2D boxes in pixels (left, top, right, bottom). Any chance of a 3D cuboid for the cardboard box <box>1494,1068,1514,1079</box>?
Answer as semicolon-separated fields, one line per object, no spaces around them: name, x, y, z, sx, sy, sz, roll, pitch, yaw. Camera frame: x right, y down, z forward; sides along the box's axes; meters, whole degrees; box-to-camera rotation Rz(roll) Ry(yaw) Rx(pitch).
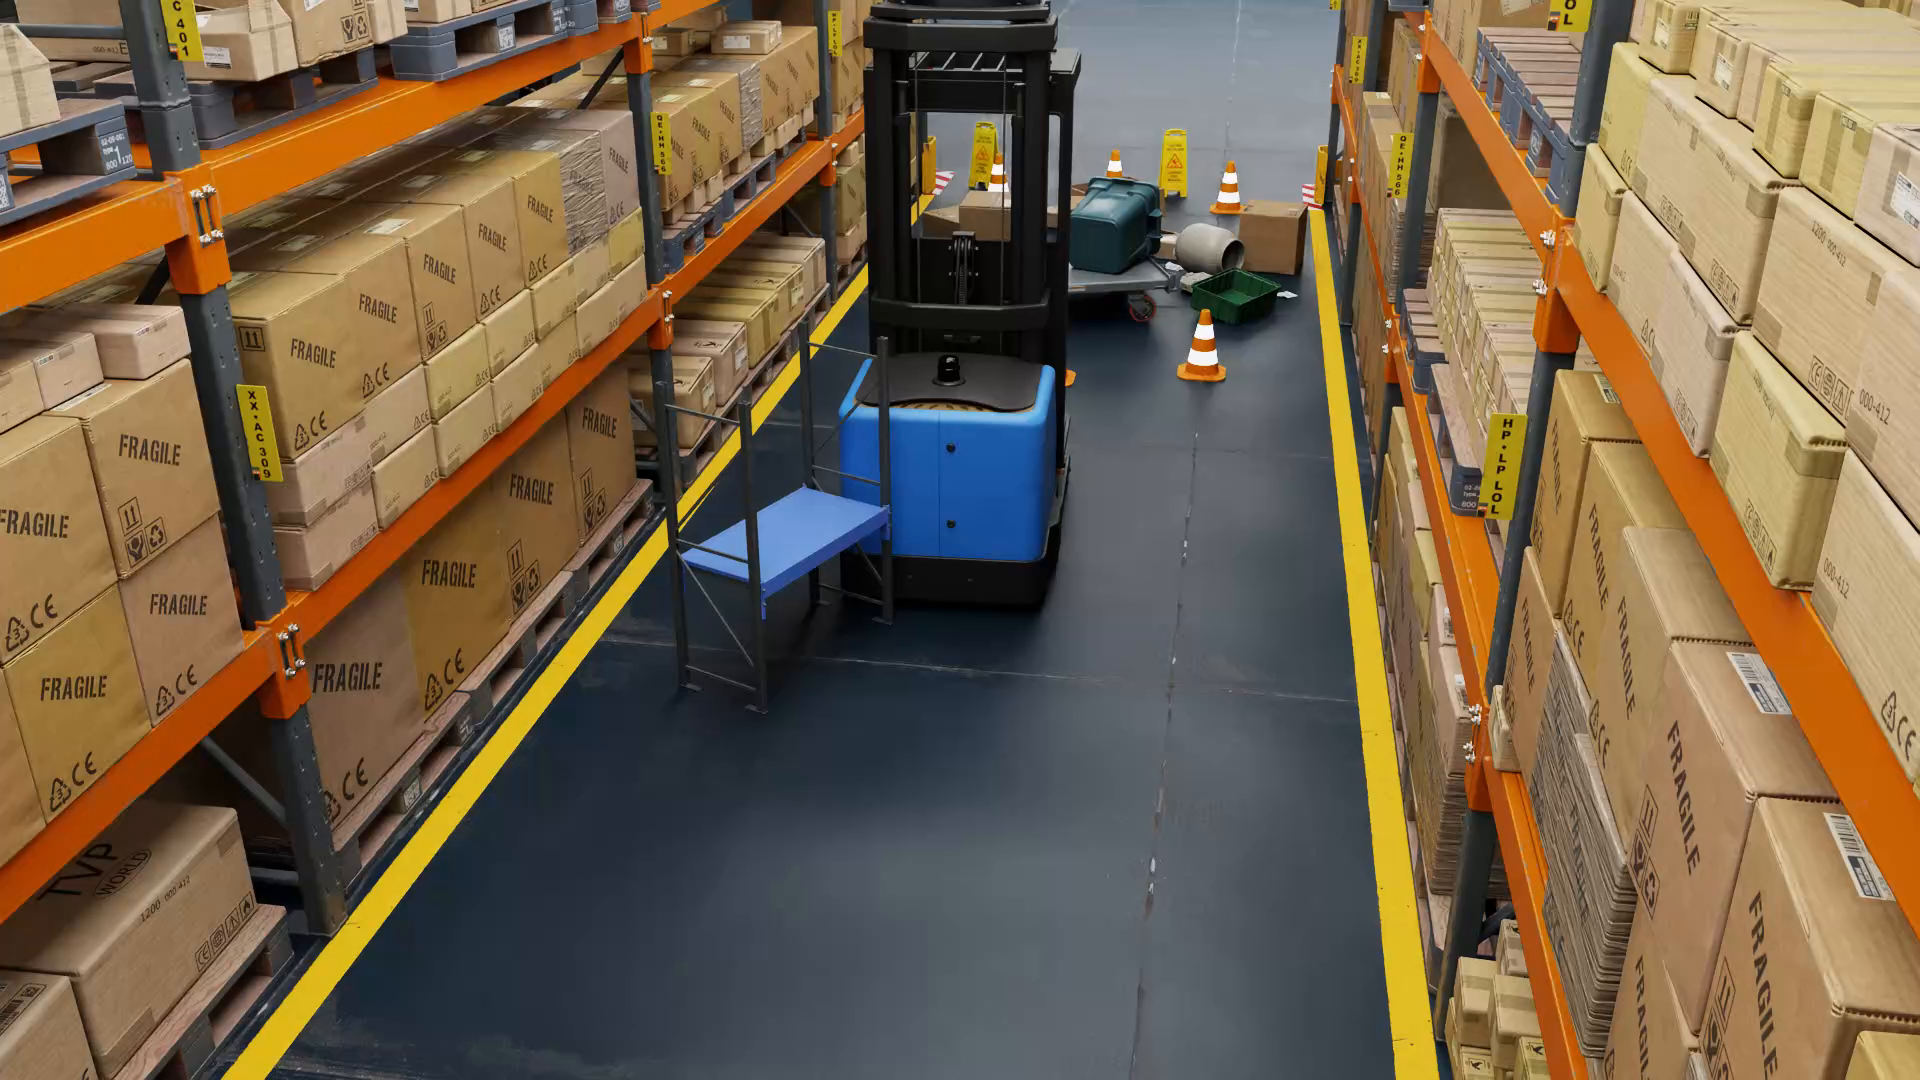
cardboard box;1.783;1.559;4.898;0.380;0.149;0.250;4;25;9

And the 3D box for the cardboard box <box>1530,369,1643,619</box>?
cardboard box;1.797;-0.110;4.298;0.500;0.500;0.500;5;25;10

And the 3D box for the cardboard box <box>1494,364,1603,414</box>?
cardboard box;2.114;-0.506;5.893;0.380;0.149;0.250;4;25;8

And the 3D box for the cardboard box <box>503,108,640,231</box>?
cardboard box;-1.962;-1.886;8.444;0.500;0.500;0.500;3;25;7

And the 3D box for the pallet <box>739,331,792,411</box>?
pallet;-1.805;-1.195;11.554;1.003;0.211;1.213;4;25;9

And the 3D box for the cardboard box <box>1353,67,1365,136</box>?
cardboard box;3.534;-3.449;12.904;0.875;0.550;0.550;4;25;9

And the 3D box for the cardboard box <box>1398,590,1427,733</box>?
cardboard box;2.155;0.537;7.017;0.500;0.500;0.500;3;25;7

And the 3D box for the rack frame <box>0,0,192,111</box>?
rack frame;-2.789;-2.667;4.332;1.000;3.000;0.127;4;25;9

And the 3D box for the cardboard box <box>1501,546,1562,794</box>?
cardboard box;1.781;0.361;4.472;0.500;0.500;0.500;4;25;8

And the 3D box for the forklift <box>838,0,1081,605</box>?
forklift;0.074;-1.593;9.195;1.130;2.935;3.031;3;25;6

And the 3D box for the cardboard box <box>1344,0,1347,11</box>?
cardboard box;3.973;-5.072;15.097;0.875;0.550;0.550;4;25;9

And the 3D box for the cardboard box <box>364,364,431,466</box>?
cardboard box;-2.382;-0.493;6.351;0.500;0.250;0.500;4;25;9

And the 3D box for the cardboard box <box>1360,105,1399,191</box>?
cardboard box;2.985;-2.627;11.207;0.500;0.500;0.500;4;25;9

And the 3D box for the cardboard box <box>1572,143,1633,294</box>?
cardboard box;1.775;-0.764;3.983;0.500;0.250;0.500;5;26;11

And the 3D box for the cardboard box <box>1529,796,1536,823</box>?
cardboard box;1.773;0.674;4.568;0.380;0.149;0.250;5;26;10

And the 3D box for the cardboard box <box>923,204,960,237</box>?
cardboard box;0.036;-2.518;14.037;0.500;0.500;0.500;-20;32;-36

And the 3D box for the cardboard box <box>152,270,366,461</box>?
cardboard box;-2.434;-0.612;5.721;0.500;0.500;0.500;4;25;9

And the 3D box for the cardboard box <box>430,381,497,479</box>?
cardboard box;-2.274;-0.477;6.908;0.500;0.250;0.500;4;25;8

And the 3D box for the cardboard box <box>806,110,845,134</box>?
cardboard box;-1.114;-3.291;13.039;0.380;0.149;0.250;4;25;8

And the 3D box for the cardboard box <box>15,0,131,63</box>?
cardboard box;-2.852;-1.841;5.716;0.500;0.311;0.500;4;25;9

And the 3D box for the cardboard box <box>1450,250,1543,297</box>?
cardboard box;2.368;-1.162;7.294;0.380;0.149;0.250;3;25;6

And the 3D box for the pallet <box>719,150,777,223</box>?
pallet;-1.852;-2.366;10.993;1.003;0.211;1.213;4;25;9

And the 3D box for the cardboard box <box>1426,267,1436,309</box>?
cardboard box;2.492;-1.225;8.130;0.380;0.149;0.250;4;25;8

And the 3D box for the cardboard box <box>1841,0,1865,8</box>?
cardboard box;2.281;-1.394;4.538;0.700;0.500;0.500;4;25;9

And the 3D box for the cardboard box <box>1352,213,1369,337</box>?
cardboard box;3.405;-1.900;11.930;1.050;0.750;0.750;4;25;8

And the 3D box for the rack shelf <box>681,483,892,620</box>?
rack shelf;-0.823;0.035;7.830;0.538;0.185;1.000;15;29;29

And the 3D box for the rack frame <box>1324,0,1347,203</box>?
rack frame;4.072;-4.668;15.684;1.000;3.000;0.127;4;25;9

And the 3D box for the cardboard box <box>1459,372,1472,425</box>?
cardboard box;2.234;-0.562;6.713;0.380;0.149;0.250;3;25;7

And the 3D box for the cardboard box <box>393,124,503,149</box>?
cardboard box;-2.529;-1.723;8.096;0.500;0.500;0.500;4;25;9

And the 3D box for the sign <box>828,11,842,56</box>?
sign;-0.934;-3.783;12.428;0.100;0.325;0.005;4;25;9

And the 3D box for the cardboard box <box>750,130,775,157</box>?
cardboard box;-1.475;-2.712;11.306;0.380;0.149;0.250;4;25;8

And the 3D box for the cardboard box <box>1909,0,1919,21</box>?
cardboard box;2.296;-1.085;3.609;0.380;0.149;0.250;5;25;10

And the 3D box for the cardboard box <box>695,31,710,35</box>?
cardboard box;-1.841;-3.489;12.202;0.500;0.500;0.500;5;25;10

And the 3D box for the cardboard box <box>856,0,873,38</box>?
cardboard box;-1.091;-4.309;13.270;0.700;0.500;0.500;4;25;9

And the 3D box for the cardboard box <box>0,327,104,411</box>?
cardboard box;-2.676;-0.488;4.691;0.380;0.149;0.250;5;25;10

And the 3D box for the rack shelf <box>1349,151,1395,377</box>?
rack shelf;3.091;-1.832;10.475;1.077;0.370;4.000;4;25;9

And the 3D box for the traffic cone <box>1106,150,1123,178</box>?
traffic cone;1.525;-3.615;16.428;0.336;0.463;0.334;4;25;9

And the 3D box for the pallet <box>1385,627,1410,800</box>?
pallet;2.434;0.777;7.342;1.003;0.211;1.213;4;25;9

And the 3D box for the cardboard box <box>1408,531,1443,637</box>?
cardboard box;2.153;0.188;6.878;0.500;0.250;0.500;3;25;6

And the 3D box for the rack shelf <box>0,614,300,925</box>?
rack shelf;-3.116;1.213;3.969;1.077;0.370;4.000;4;25;9

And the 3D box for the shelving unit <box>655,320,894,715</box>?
shelving unit;-0.823;-0.128;7.754;0.538;1.500;1.048;15;29;29

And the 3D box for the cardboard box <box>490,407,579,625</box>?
cardboard box;-2.480;-0.194;8.138;0.875;0.875;0.875;4;25;9

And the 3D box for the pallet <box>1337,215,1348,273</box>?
pallet;3.817;-2.556;14.462;1.003;0.211;1.213;4;25;9

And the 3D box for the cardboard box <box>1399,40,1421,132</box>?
cardboard box;3.178;-2.858;10.521;0.700;0.500;0.500;4;25;9

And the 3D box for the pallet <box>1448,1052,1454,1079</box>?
pallet;2.036;1.897;4.947;1.003;0.211;1.213;4;25;9

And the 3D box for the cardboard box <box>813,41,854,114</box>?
cardboard box;-1.135;-3.640;13.020;0.500;0.500;0.500;4;25;8

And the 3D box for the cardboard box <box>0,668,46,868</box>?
cardboard box;-2.759;0.644;4.218;0.500;0.500;0.500;4;25;8

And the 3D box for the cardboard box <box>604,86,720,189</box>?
cardboard box;-1.755;-2.383;9.839;0.500;0.500;0.500;5;26;11

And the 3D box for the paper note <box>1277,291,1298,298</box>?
paper note;2.635;-1.994;13.474;0.147;0.020;0.142;-14;29;-27

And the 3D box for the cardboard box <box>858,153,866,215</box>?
cardboard box;-1.043;-3.033;14.054;0.500;0.500;0.500;5;26;11

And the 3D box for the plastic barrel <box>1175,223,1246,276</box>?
plastic barrel;2.090;-2.409;13.896;0.421;0.421;0.512;-20;32;-36

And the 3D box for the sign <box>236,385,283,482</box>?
sign;-2.241;-0.340;5.323;0.100;0.325;0.005;4;25;9

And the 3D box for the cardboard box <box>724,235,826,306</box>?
cardboard box;-1.565;-2.076;12.751;0.950;0.372;0.625;4;25;9

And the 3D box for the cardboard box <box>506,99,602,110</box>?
cardboard box;-2.336;-2.202;9.452;0.500;0.500;0.500;3;25;7

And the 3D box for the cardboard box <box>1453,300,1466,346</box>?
cardboard box;2.322;-0.910;7.105;0.380;0.149;0.250;4;25;9

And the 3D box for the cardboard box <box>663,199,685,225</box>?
cardboard box;-1.820;-1.938;9.653;0.380;0.149;0.250;2;25;5
